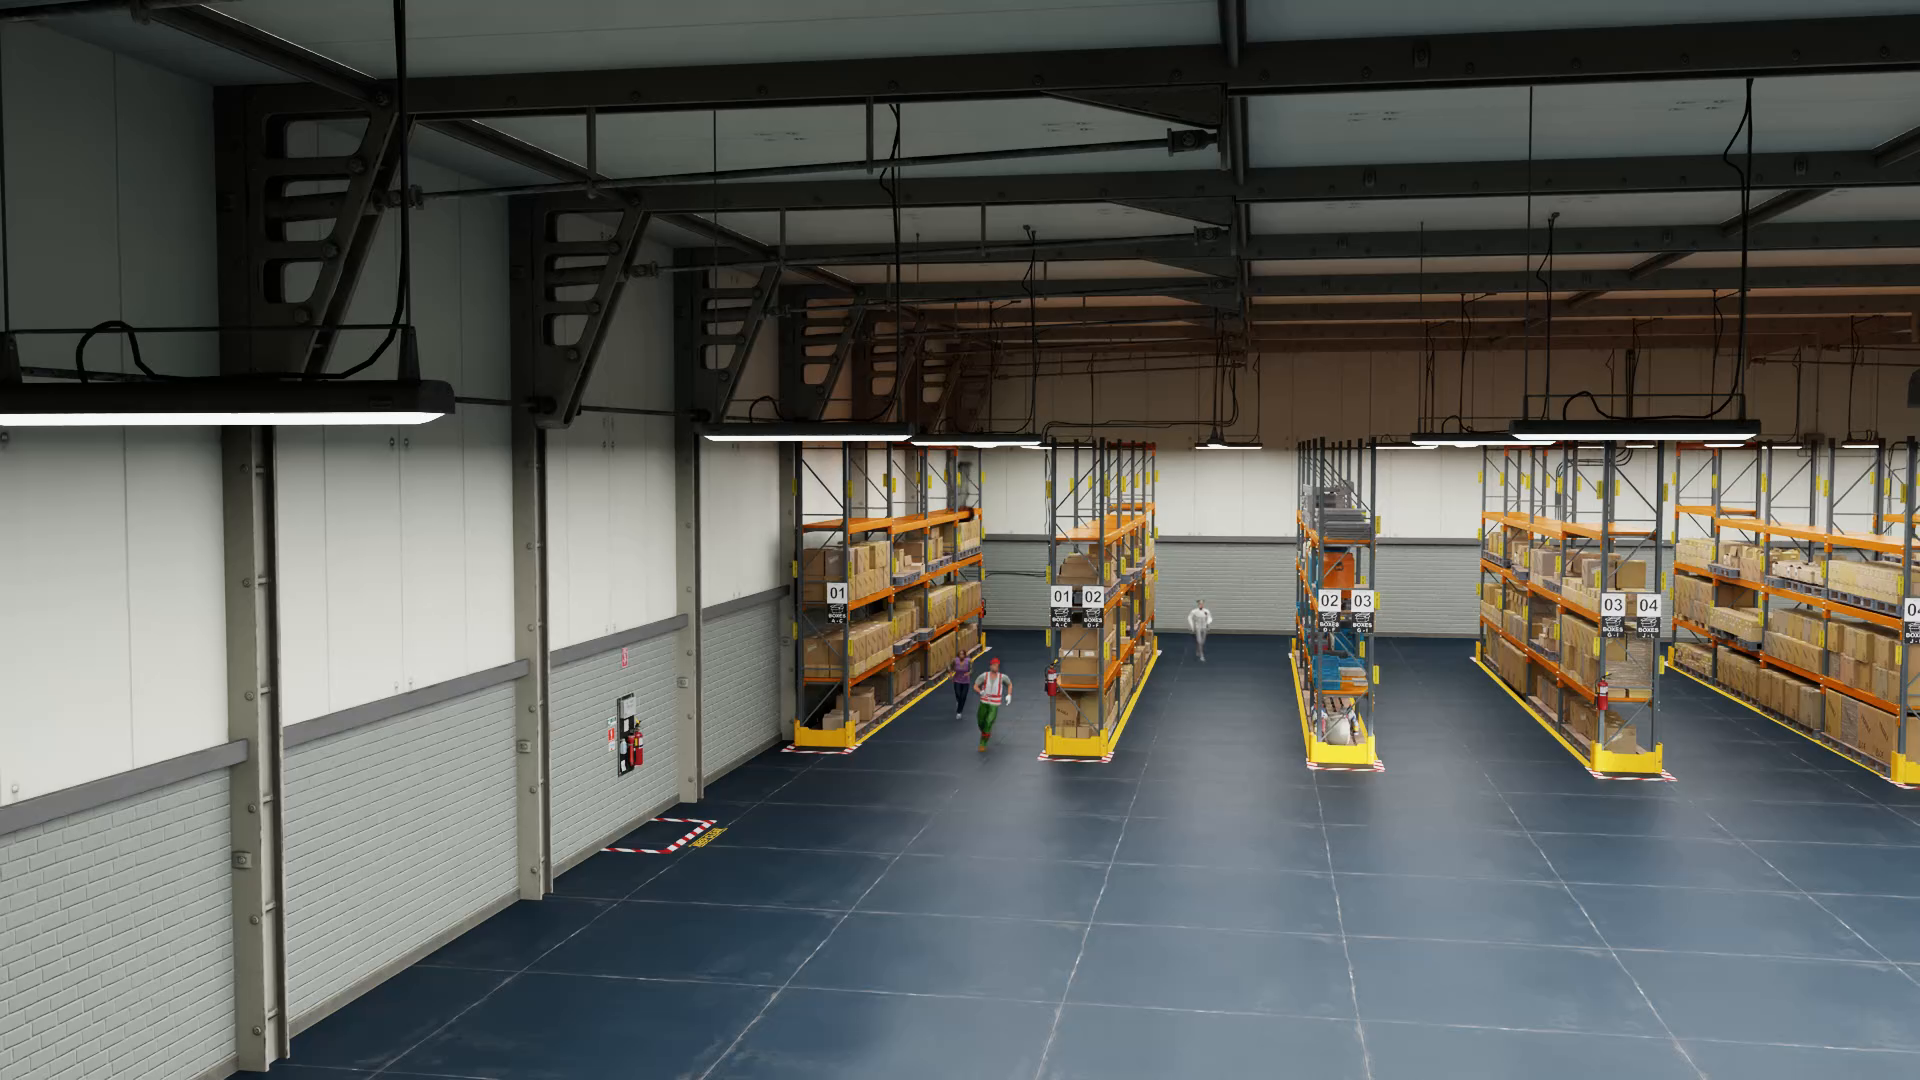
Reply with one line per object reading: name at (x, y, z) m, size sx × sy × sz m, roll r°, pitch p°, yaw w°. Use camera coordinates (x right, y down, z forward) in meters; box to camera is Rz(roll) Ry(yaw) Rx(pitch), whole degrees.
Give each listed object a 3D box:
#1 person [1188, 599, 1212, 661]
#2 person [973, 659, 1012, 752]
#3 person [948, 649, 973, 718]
person at (6.638, 2.476, 45.873) m, size 0.650 × 1.705 × 0.826 m, roll 0°, pitch 3°, yaw -7°
person at (0.611, 3.157, 32.005) m, size 0.726 × 1.741 × 0.881 m, roll 1°, pitch 3°, yaw 11°
person at (0.015, 3.099, 35.659) m, size 0.521 × 1.499 × 0.638 m, roll 0°, pitch 3°, yaw -6°
